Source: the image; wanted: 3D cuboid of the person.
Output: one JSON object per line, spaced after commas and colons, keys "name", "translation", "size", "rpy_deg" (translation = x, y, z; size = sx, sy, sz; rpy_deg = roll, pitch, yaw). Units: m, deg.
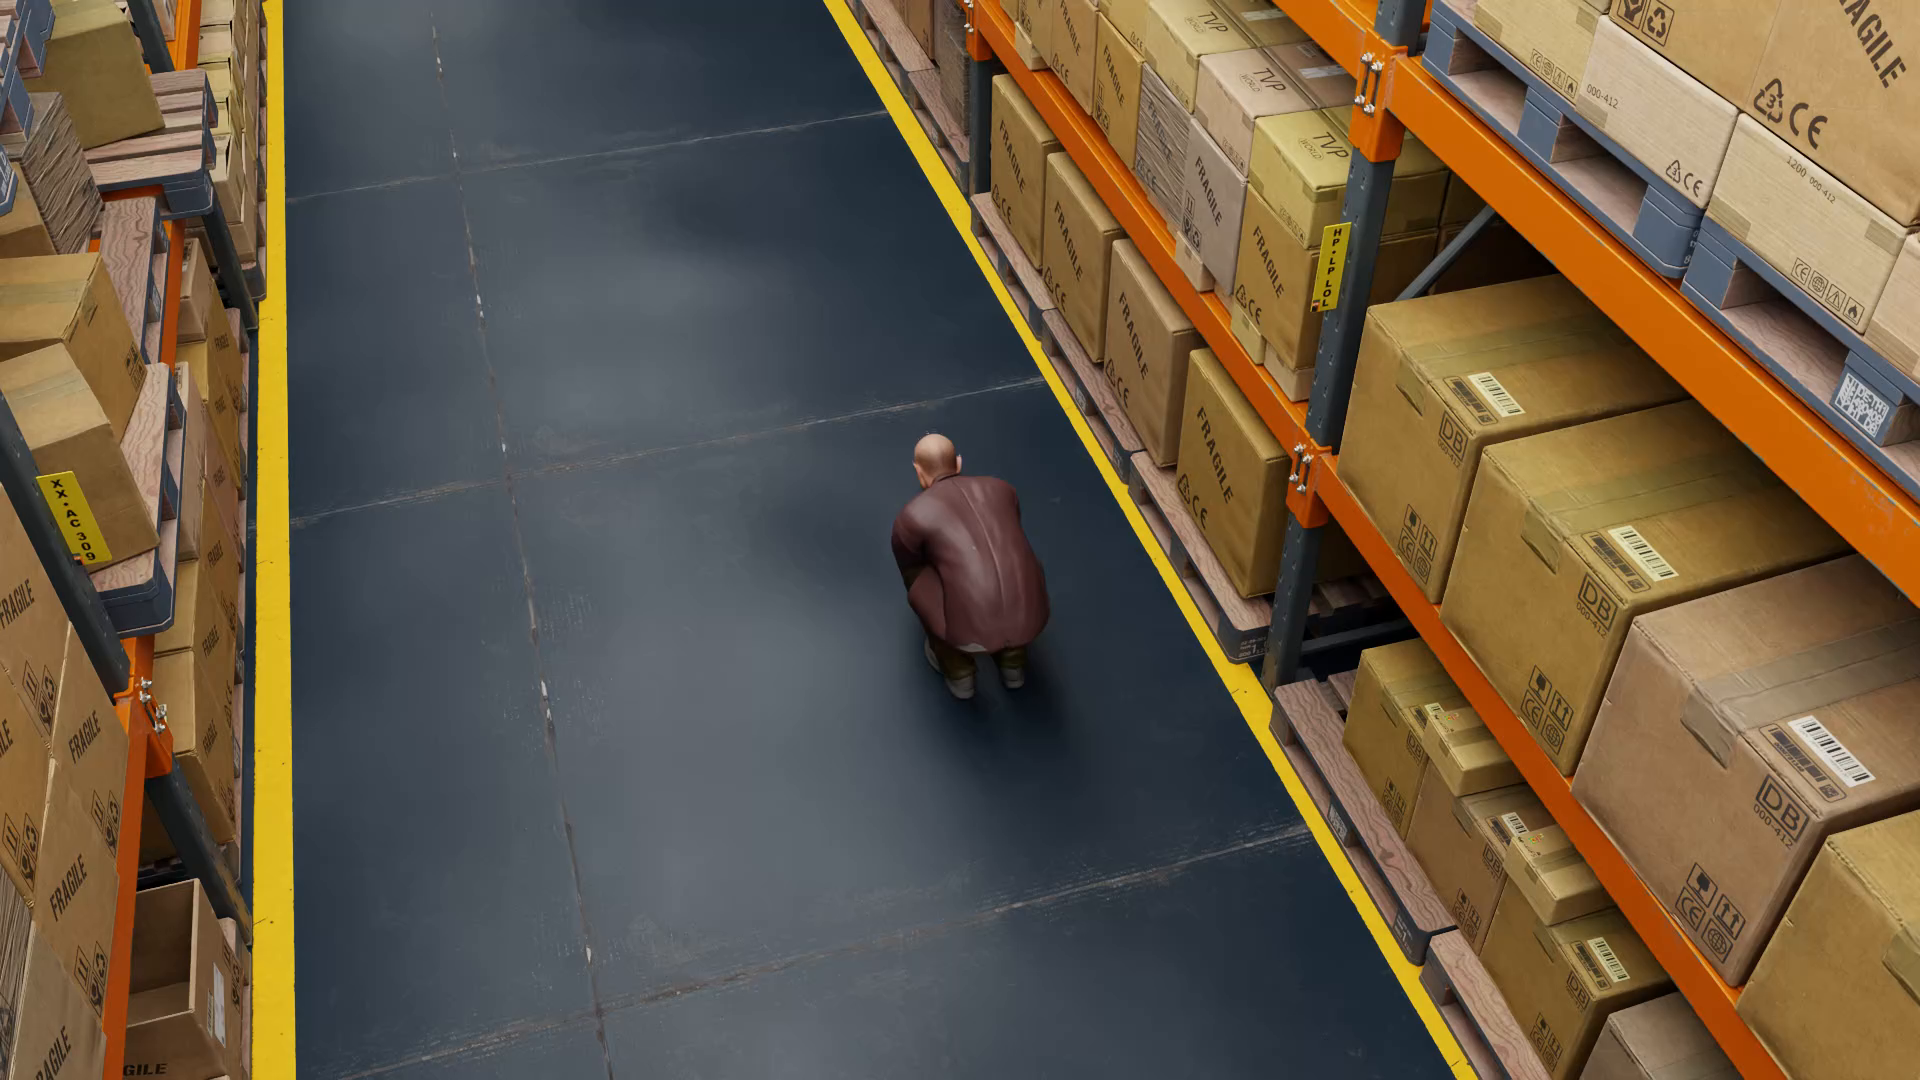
{"name": "person", "translation": [0.040, 0.142, 6.681], "size": [0.590, 0.890, 0.872], "rpy_deg": [-11, 43, -13]}
